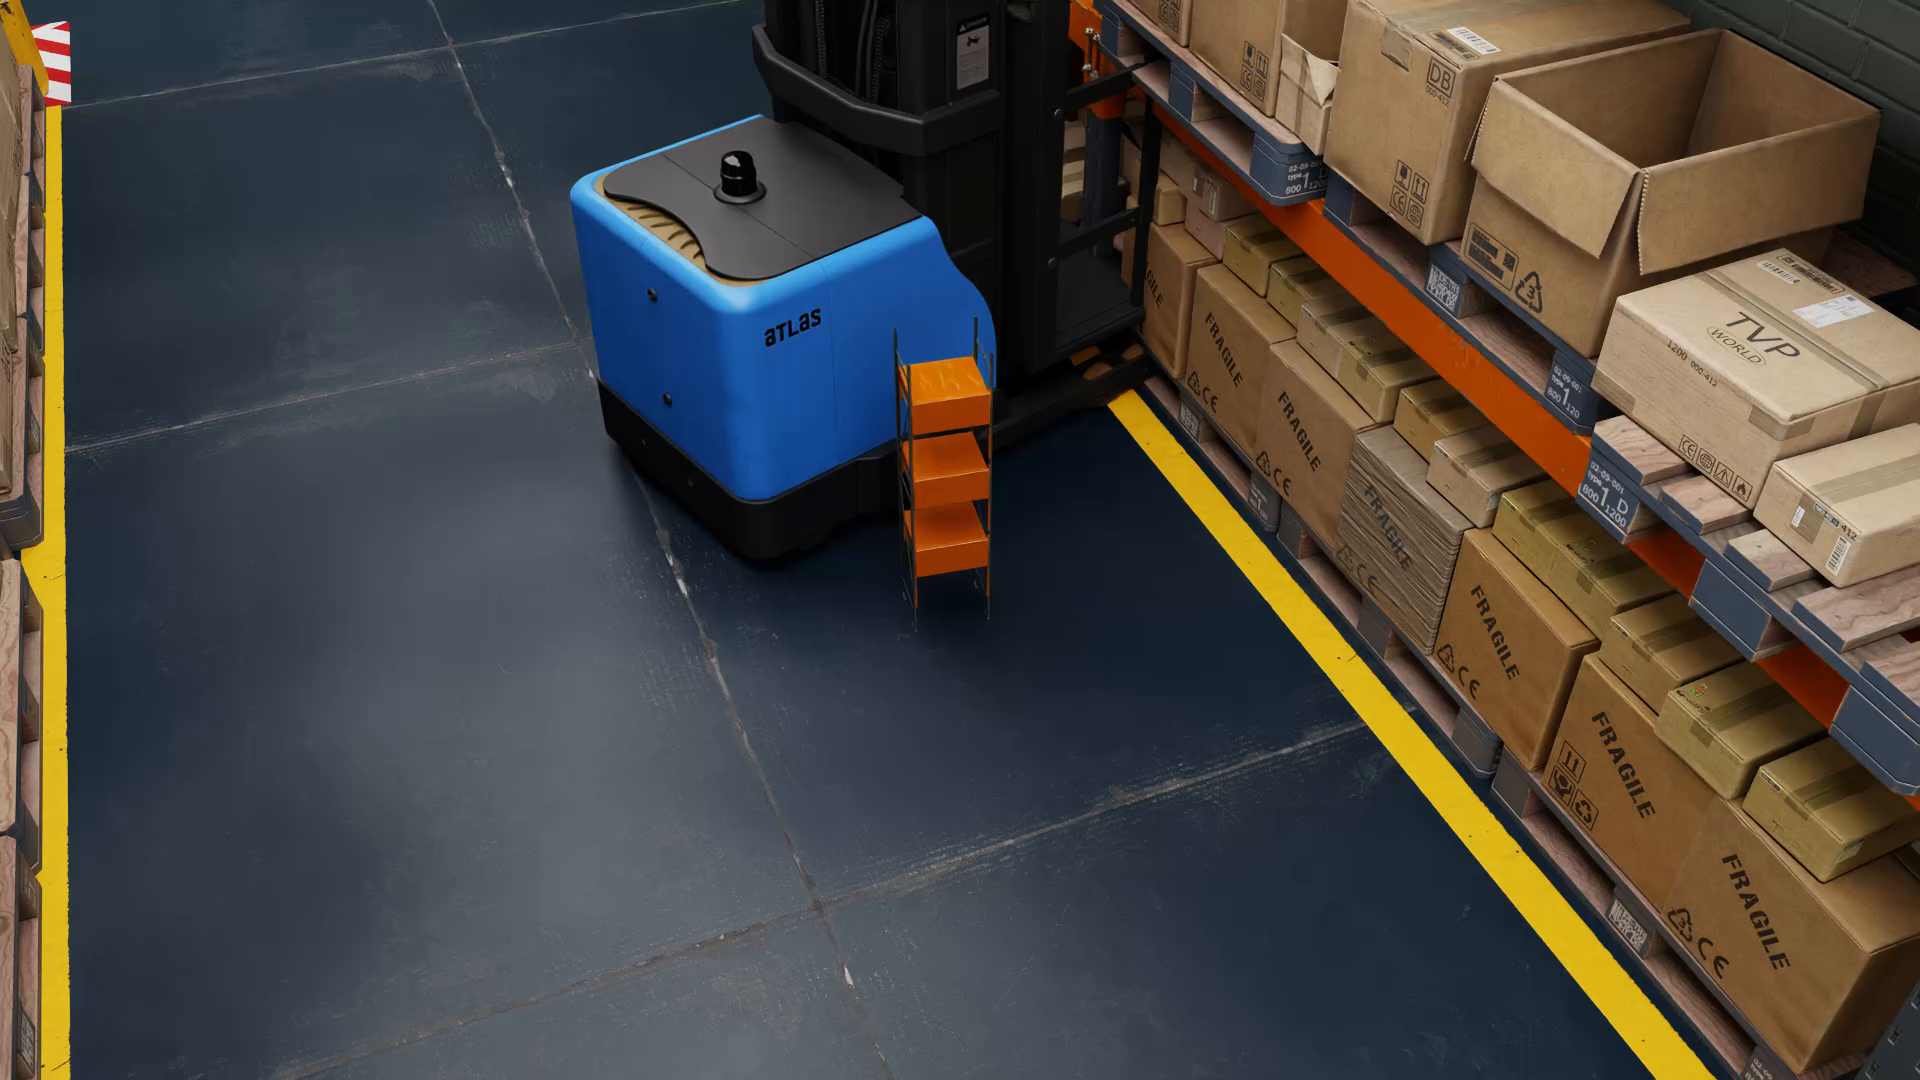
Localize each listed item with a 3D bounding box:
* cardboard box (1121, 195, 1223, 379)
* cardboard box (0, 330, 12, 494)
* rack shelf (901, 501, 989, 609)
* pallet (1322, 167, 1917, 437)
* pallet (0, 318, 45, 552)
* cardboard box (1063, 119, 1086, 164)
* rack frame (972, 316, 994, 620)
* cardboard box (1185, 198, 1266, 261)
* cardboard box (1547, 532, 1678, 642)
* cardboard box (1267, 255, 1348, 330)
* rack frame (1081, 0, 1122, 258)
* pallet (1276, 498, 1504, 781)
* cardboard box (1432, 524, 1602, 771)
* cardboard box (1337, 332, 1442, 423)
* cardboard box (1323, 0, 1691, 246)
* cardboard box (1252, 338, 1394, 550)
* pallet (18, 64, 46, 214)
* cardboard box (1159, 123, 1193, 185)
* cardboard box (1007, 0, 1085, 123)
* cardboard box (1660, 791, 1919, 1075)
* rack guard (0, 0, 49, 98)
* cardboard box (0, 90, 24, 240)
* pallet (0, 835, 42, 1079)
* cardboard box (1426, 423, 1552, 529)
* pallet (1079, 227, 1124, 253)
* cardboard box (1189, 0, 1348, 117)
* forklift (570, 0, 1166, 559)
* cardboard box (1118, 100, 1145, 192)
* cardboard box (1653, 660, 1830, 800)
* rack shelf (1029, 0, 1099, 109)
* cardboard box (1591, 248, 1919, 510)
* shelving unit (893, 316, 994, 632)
[{"bbox_3d":[0.933,-0.985,6.190,0.500,0.500,0.500,-13,42,-15],"label":"cardboard box"},{"bbox_3d":[-3.770,-0.473,5.643,0.875,0.438,0.875,-16,43,-17],"label":"cardboard box"},{"bbox_3d":[-0.049,0.038,5.343,0.240,0.259,0.215,-9,42,-11],"label":"rack shelf"},{"bbox_3d":[1.738,-0.809,4.538,1.003,0.211,1.213,-15,43,-17],"label":"pallet"},{"bbox_3d":[-3.847,-0.301,5.938,1.003,0.211,1.213,-15,43,-17],"label":"pallet"},{"bbox_3d":[0.335,-1.721,7.226,0.396,0.266,0.258,-14,43,-15],"label":"cardboard box"},{"bbox_3d":[0.069,-0.200,5.177,0.008,1.050,0.200,-9,42,-11],"label":"rack frame"},{"bbox_3d":[1.025,-1.149,5.883,0.380,0.149,0.250,-16,43,-18],"label":"cardboard box"},{"bbox_3d":[1.811,0.100,4.431,0.380,0.149,0.250,-14,43,-16],"label":"cardboard box"},{"bbox_3d":[1.251,-0.835,5.518,0.380,0.149,0.250,-16,43,-18],"label":"cardboard box"},{"bbox_3d":[0.956,-2.121,5.916,1.000,3.000,0.127,-15,43,-17],"label":"rack frame"},{"bbox_3d":[1.773,0.153,5.411,1.003,0.211,1.213,-15,43,-17],"label":"pallet"},{"bbox_3d":[1.742,0.257,4.746,0.500,0.500,0.500,-13,42,-15],"label":"cardboard box"},{"bbox_3d":[1.405,-0.525,5.158,0.380,0.149,0.250,-14,43,-15],"label":"cardboard box"},{"bbox_3d":[1.433,-1.186,4.430,0.700,0.500,0.500,-15,43,-17],"label":"cardboard box"},{"bbox_3d":[1.333,-0.365,5.469,0.500,0.500,0.500,-16,43,-18],"label":"cardboard box"},{"bbox_3d":[-4.781,-1.771,7.647,1.003,0.211,1.213,-15,43,-17],"label":"pallet"},{"bbox_3d":[0.904,-1.424,5.975,0.380,0.149,0.250,-16,43,-18],"label":"cardboard box"},{"bbox_3d":[0.260,-2.200,7.603,0.700,0.500,0.500,-17,43,-18],"label":"cardboard box"},{"bbox_3d":[2.126,0.876,4.026,0.500,0.500,0.500,-14,43,-16],"label":"cardboard box"},{"bbox_3d":[-5.168,-2.357,8.107,1.175,0.500,0.348,-15,43,-17],"label":"rack guard"},{"bbox_3d":[-4.456,-1.556,6.902,0.875,0.438,0.875,-14,43,-16],"label":"cardboard box"},{"bbox_3d":[-2.793,1.359,4.008,1.003,0.211,1.213,-15,43,-17],"label":"pallet"},{"bbox_3d":[1.582,-0.209,4.790,0.380,0.149,0.250,-17,44,-19],"label":"cardboard box"},{"bbox_3d":[0.694,-1.478,7.307,1.003,0.211,1.213,-15,43,-17],"label":"pallet"},{"bbox_3d":[1.133,-1.659,4.980,0.700,0.500,0.500,-15,43,-16],"label":"cardboard box"},{"bbox_3d":[0.150,-1.859,5.664,3.031,2.935,1.130,-28,48,-29],"label":"forklift"},{"bbox_3d":[0.922,-1.718,7.187,0.500,0.311,0.500,-14,43,-15],"label":"cardboard box"},{"bbox_3d":[1.931,0.440,4.035,0.380,0.149,0.250,-17,44,-19],"label":"cardboard box"},{"bbox_3d":[0.191,-3.053,7.552,1.077,0.370,4.000,-15,43,-17],"label":"rack shelf"},{"bbox_3d":[1.784,-0.369,3.671,0.500,0.250,0.500,-17,44,-19],"label":"cardboard box"},{"bbox_3d":[-0.049,-0.181,5.155,0.252,1.050,0.215,-9,42,-11],"label":"shelving unit"}]
